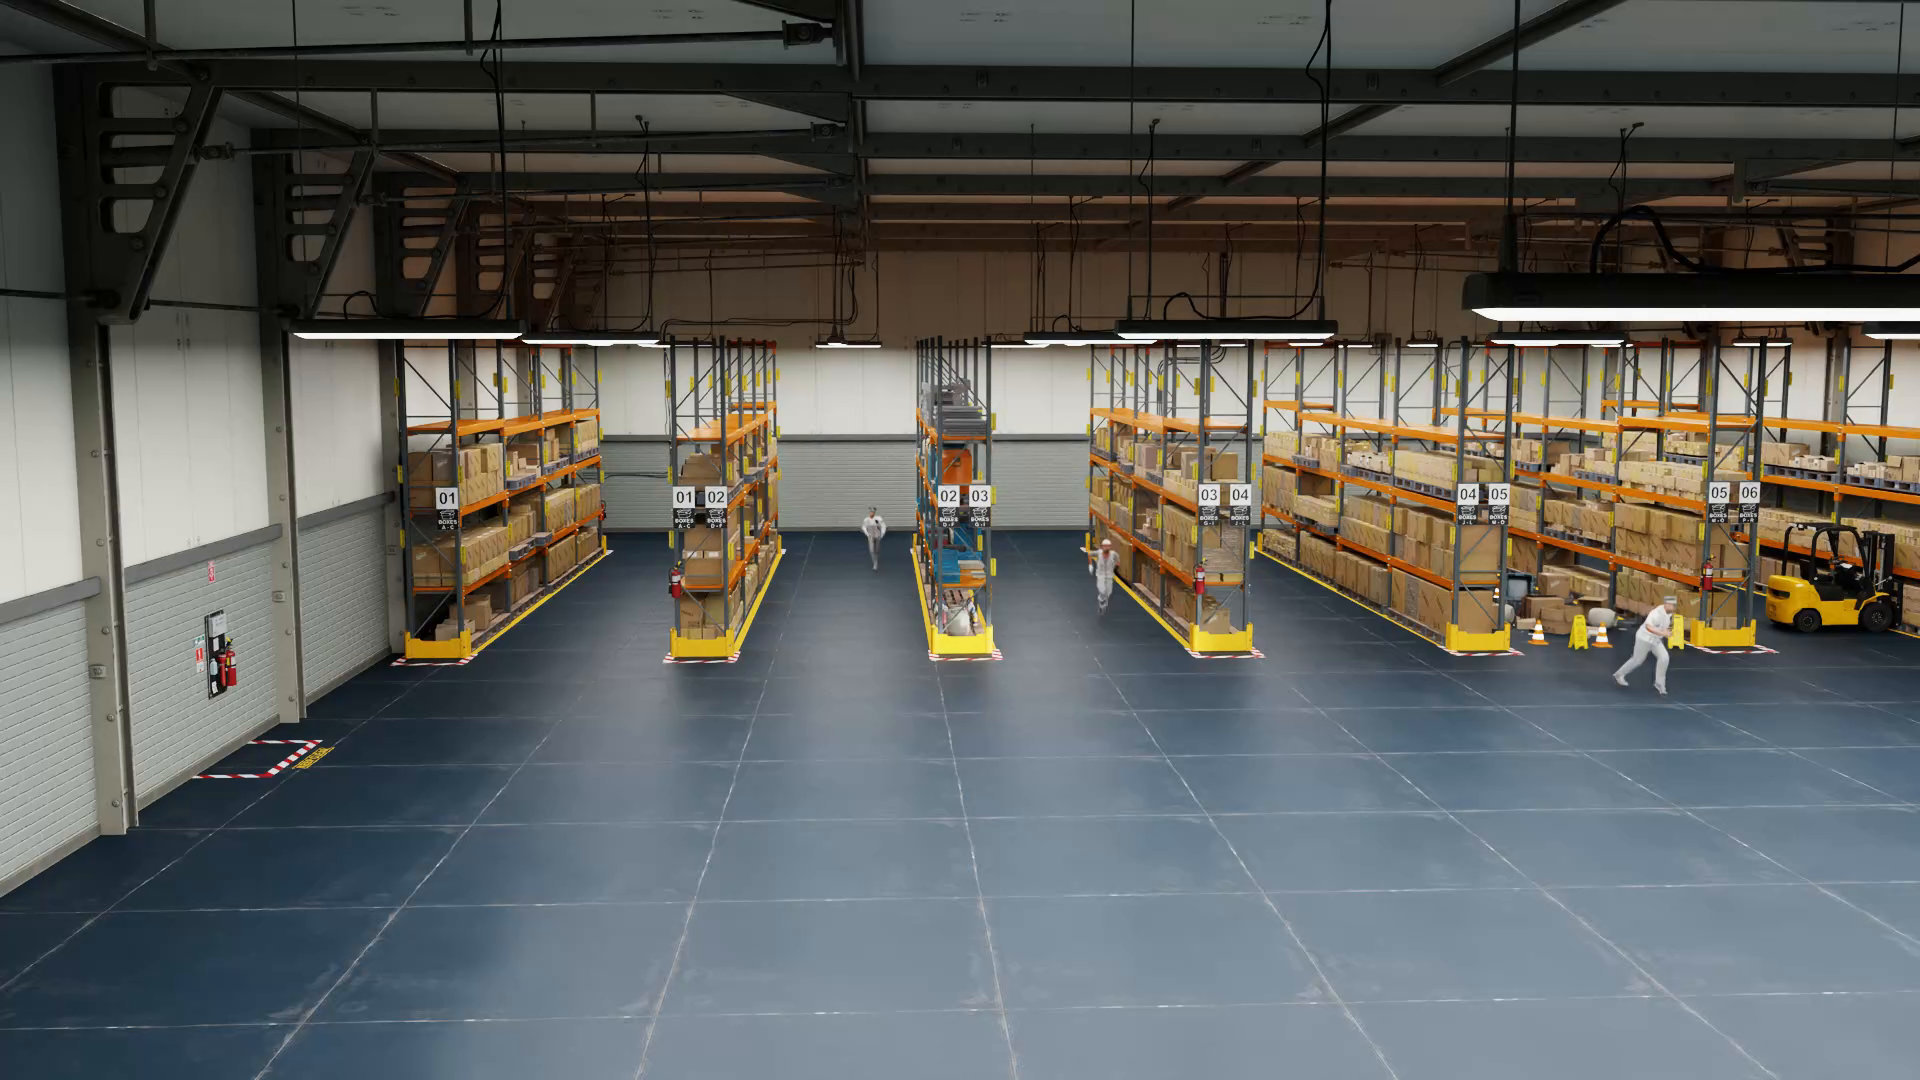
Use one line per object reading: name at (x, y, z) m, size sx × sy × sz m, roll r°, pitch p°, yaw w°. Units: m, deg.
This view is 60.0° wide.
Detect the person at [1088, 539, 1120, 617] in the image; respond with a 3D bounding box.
person at (3.083, 0.814, 35.468) m, size 0.642 × 1.702 × 0.887 m, roll -1°, pitch 7°, yaw -7°

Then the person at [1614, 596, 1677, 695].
person at (11.580, 1.753, 28.071) m, size 0.708 × 1.719 × 1.019 m, roll -6°, pitch 9°, yaw -42°

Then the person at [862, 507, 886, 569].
person at (-2.275, -0.066, 44.049) m, size 0.635 × 1.665 × 0.754 m, roll 0°, pitch 6°, yaw 0°
